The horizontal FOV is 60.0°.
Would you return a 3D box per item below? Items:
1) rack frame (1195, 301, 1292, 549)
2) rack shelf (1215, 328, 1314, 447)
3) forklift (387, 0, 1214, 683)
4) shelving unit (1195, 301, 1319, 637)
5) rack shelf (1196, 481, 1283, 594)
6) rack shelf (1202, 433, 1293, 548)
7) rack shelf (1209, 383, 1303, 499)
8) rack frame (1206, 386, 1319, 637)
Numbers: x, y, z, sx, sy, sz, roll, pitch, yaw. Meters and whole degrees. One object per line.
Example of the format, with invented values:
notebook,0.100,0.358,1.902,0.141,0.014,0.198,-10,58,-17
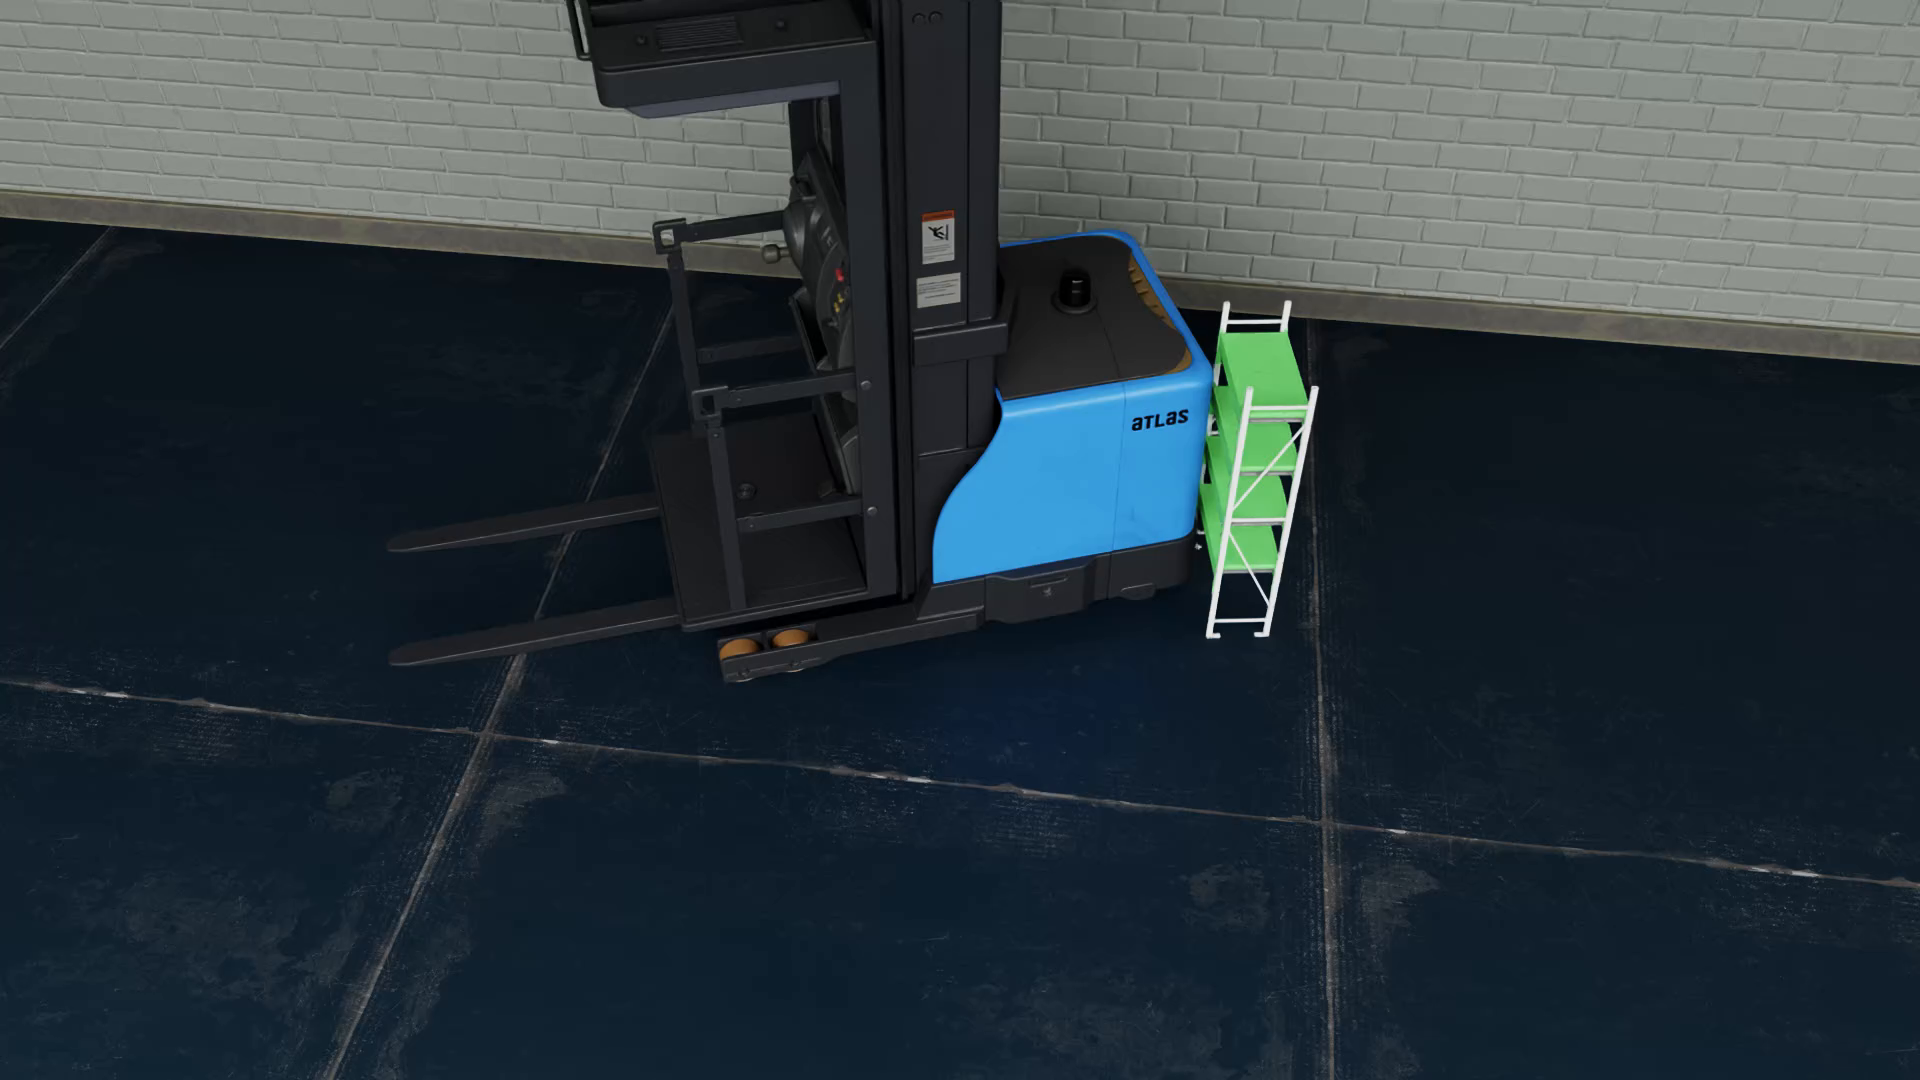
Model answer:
rack frame,1.048,-0.406,6.304,0.240,1.200,0.015,-1,43,-2
rack shelf,1.062,-0.541,5.841,0.258,0.148,0.480,-1,43,-2
forklift,-0.664,-0.939,5.610,3.031,2.935,1.130,-10,44,-10
shelving unit,1.058,-0.239,6.127,0.258,1.200,0.503,-1,43,-2
rack shelf,1.054,-0.018,6.336,0.258,0.148,0.480,-1,43,-2
rack shelf,1.057,-0.192,6.171,0.258,0.148,0.480,-1,43,-2
rack shelf,1.060,-0.367,6.006,0.258,0.148,0.480,-1,43,-2
rack frame,1.067,-0.071,5.950,0.240,1.200,0.015,-1,43,-2
